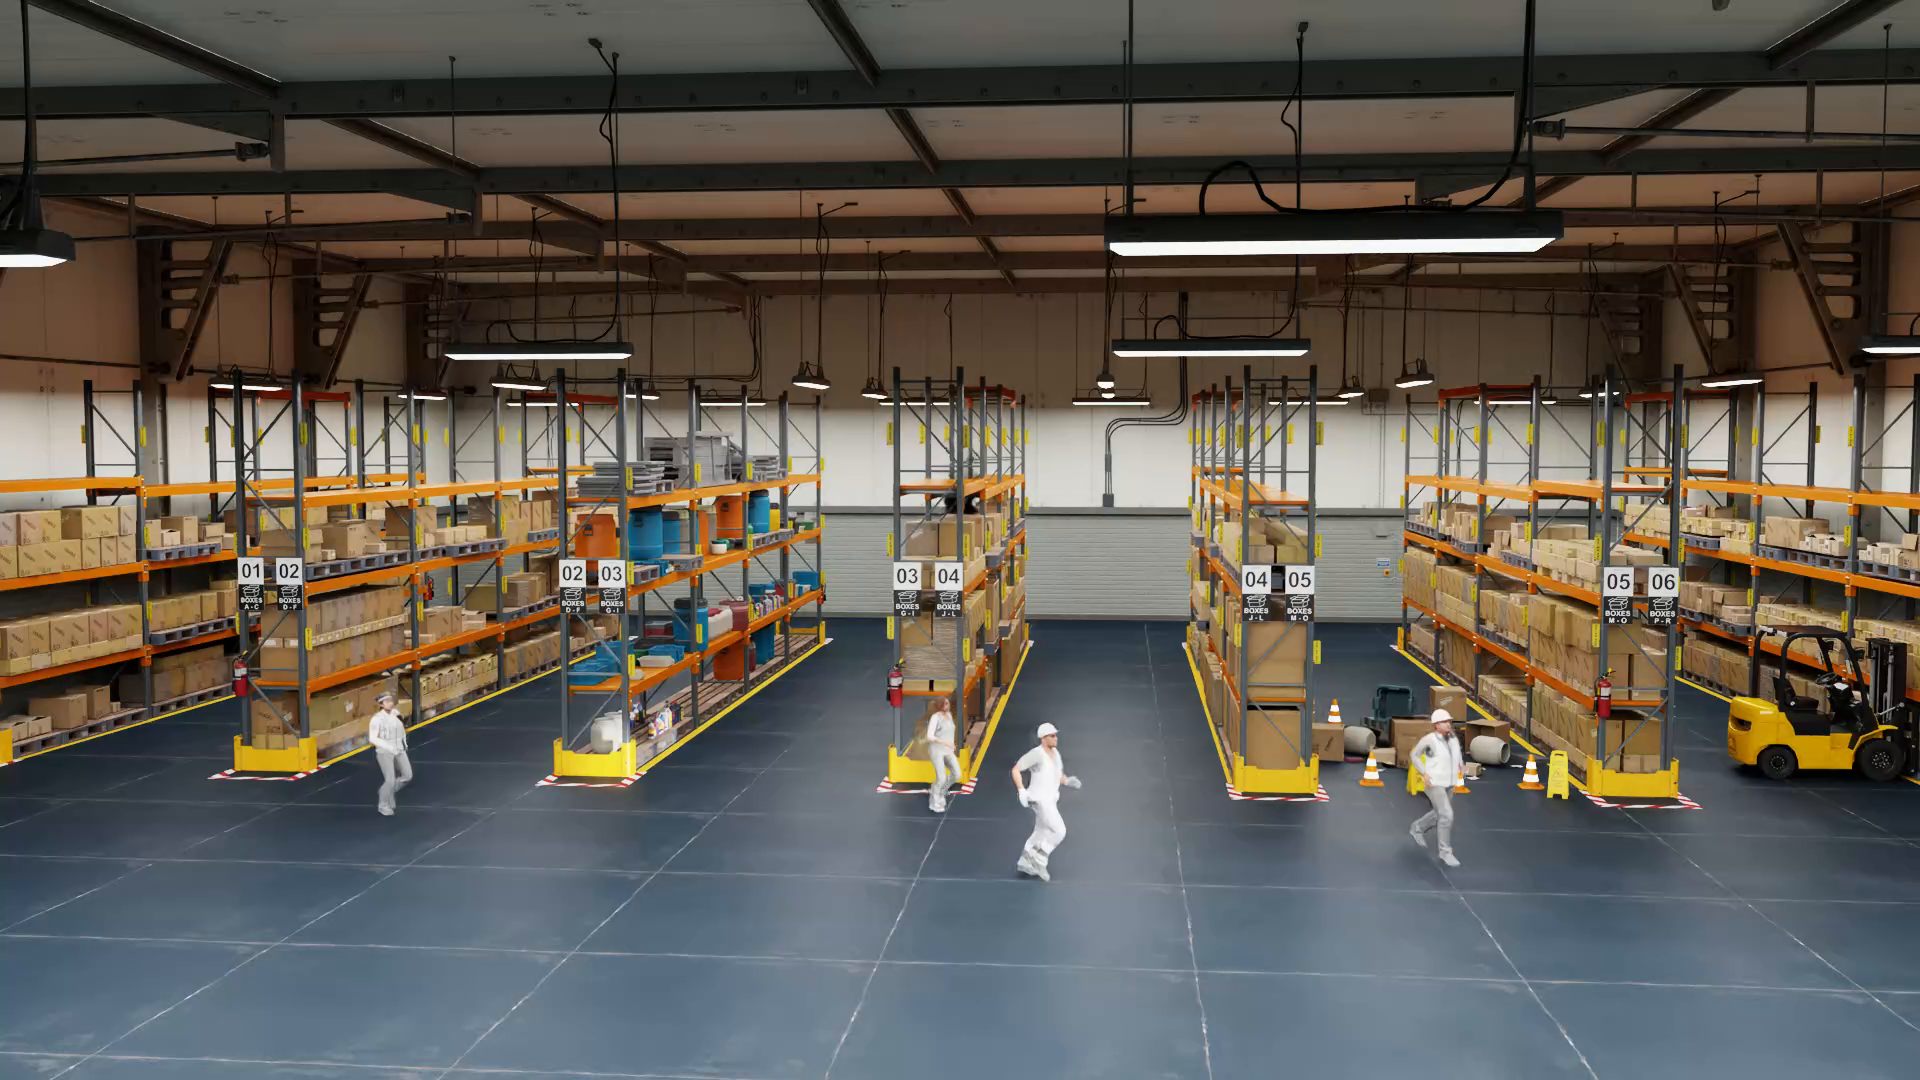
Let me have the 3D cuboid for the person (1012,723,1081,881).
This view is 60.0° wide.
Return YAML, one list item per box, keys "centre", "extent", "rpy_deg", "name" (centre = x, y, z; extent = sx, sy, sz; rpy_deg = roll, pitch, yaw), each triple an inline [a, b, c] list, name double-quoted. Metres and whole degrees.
- centre: [0.975, 2.947, 18.712]
  extent: [0.786, 1.776, 0.647]
  rpy_deg: [2, 4, 30]
  name: "person"

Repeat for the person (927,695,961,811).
- centre: [-0.209, 2.842, 22.100]
  extent: [0.552, 1.565, 0.548]
  rpy_deg: [3, 5, 41]
  name: "person"

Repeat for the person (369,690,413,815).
- centre: [-7.521, 2.809, 21.986]
  extent: [0.524, 1.659, 0.595]
  rpy_deg: [2, 4, 33]
  name: "person"

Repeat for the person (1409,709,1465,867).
- centre: [5.655, 2.891, 19.713]
  extent: [0.655, 1.811, 0.832]
  rpy_deg: [-2, 4, -31]
  name: "person"
